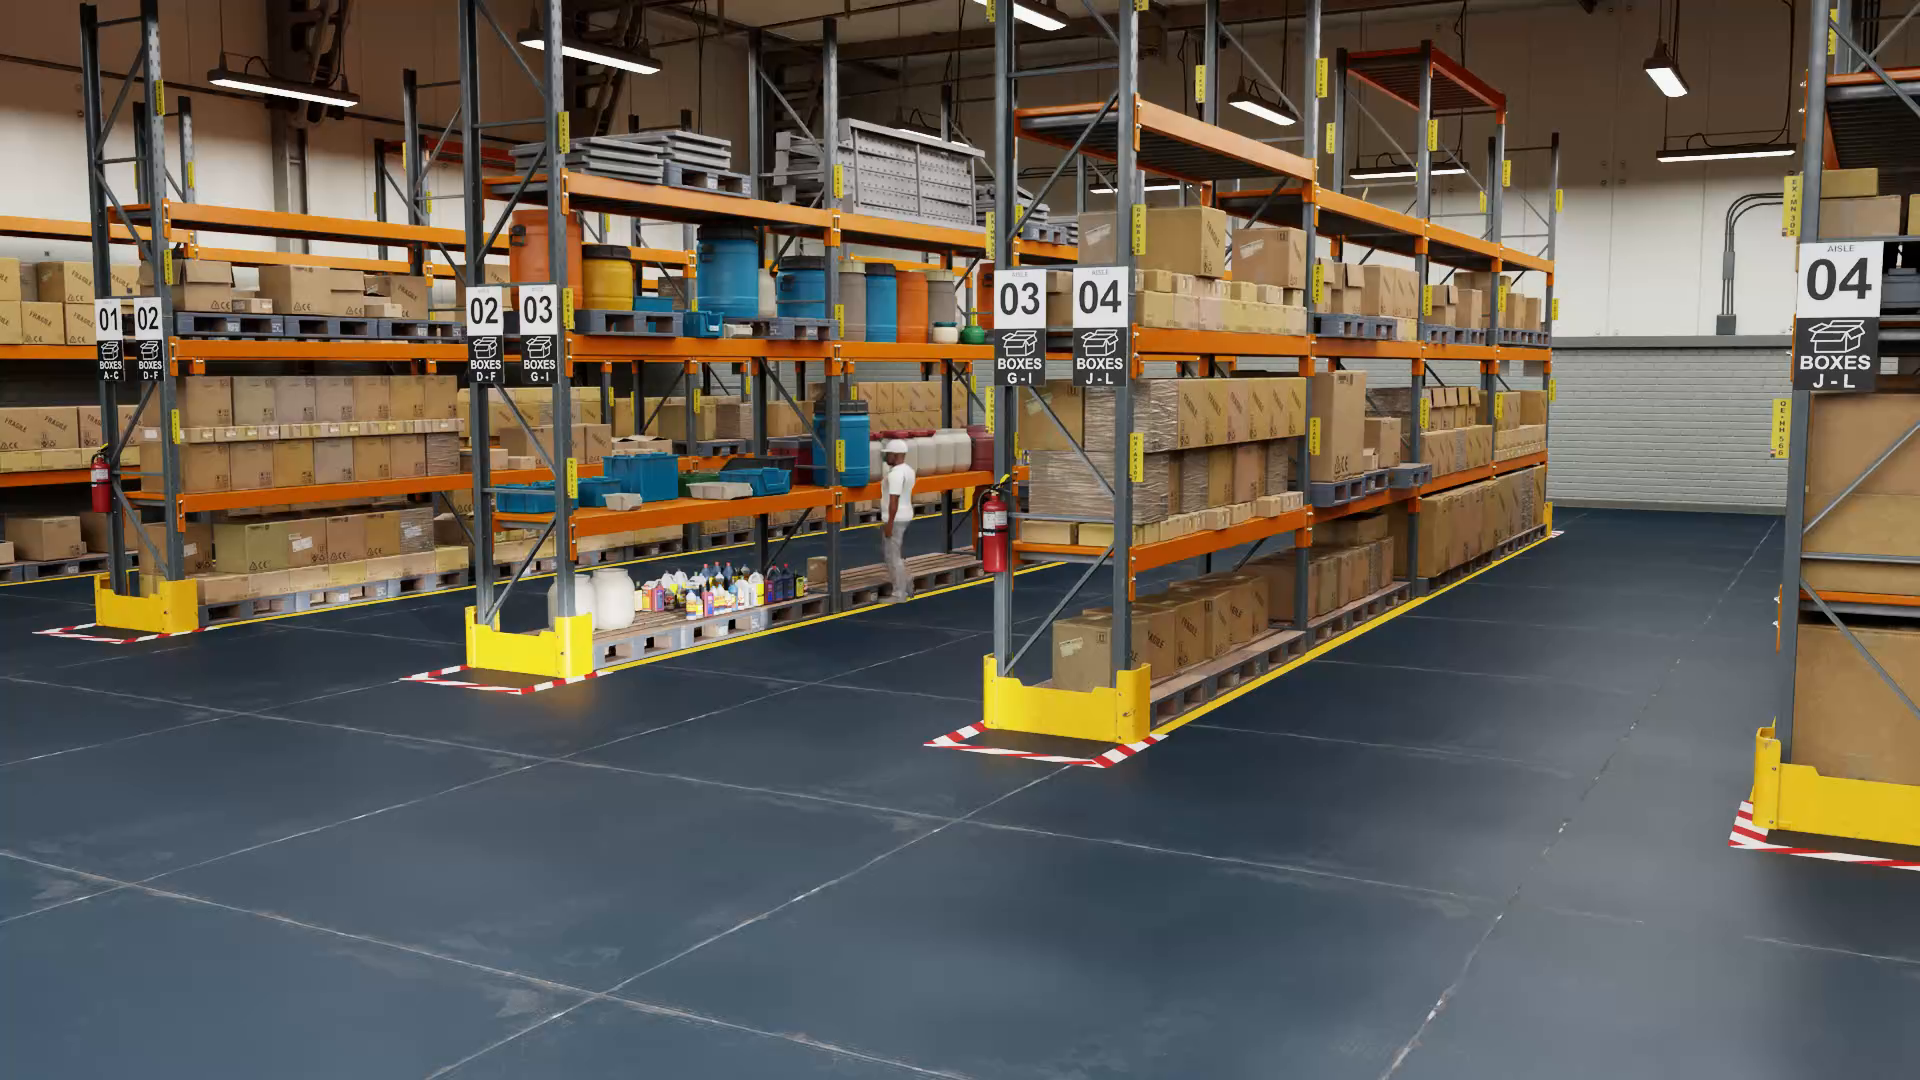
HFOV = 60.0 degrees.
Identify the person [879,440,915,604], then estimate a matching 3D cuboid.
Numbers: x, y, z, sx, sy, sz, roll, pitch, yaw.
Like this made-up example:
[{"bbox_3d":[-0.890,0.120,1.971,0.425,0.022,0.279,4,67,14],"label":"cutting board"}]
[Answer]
[{"bbox_3d":[-0.692,-0.203,17.991,0.360,1.765,0.565,1,6,14],"label":"person"}]
